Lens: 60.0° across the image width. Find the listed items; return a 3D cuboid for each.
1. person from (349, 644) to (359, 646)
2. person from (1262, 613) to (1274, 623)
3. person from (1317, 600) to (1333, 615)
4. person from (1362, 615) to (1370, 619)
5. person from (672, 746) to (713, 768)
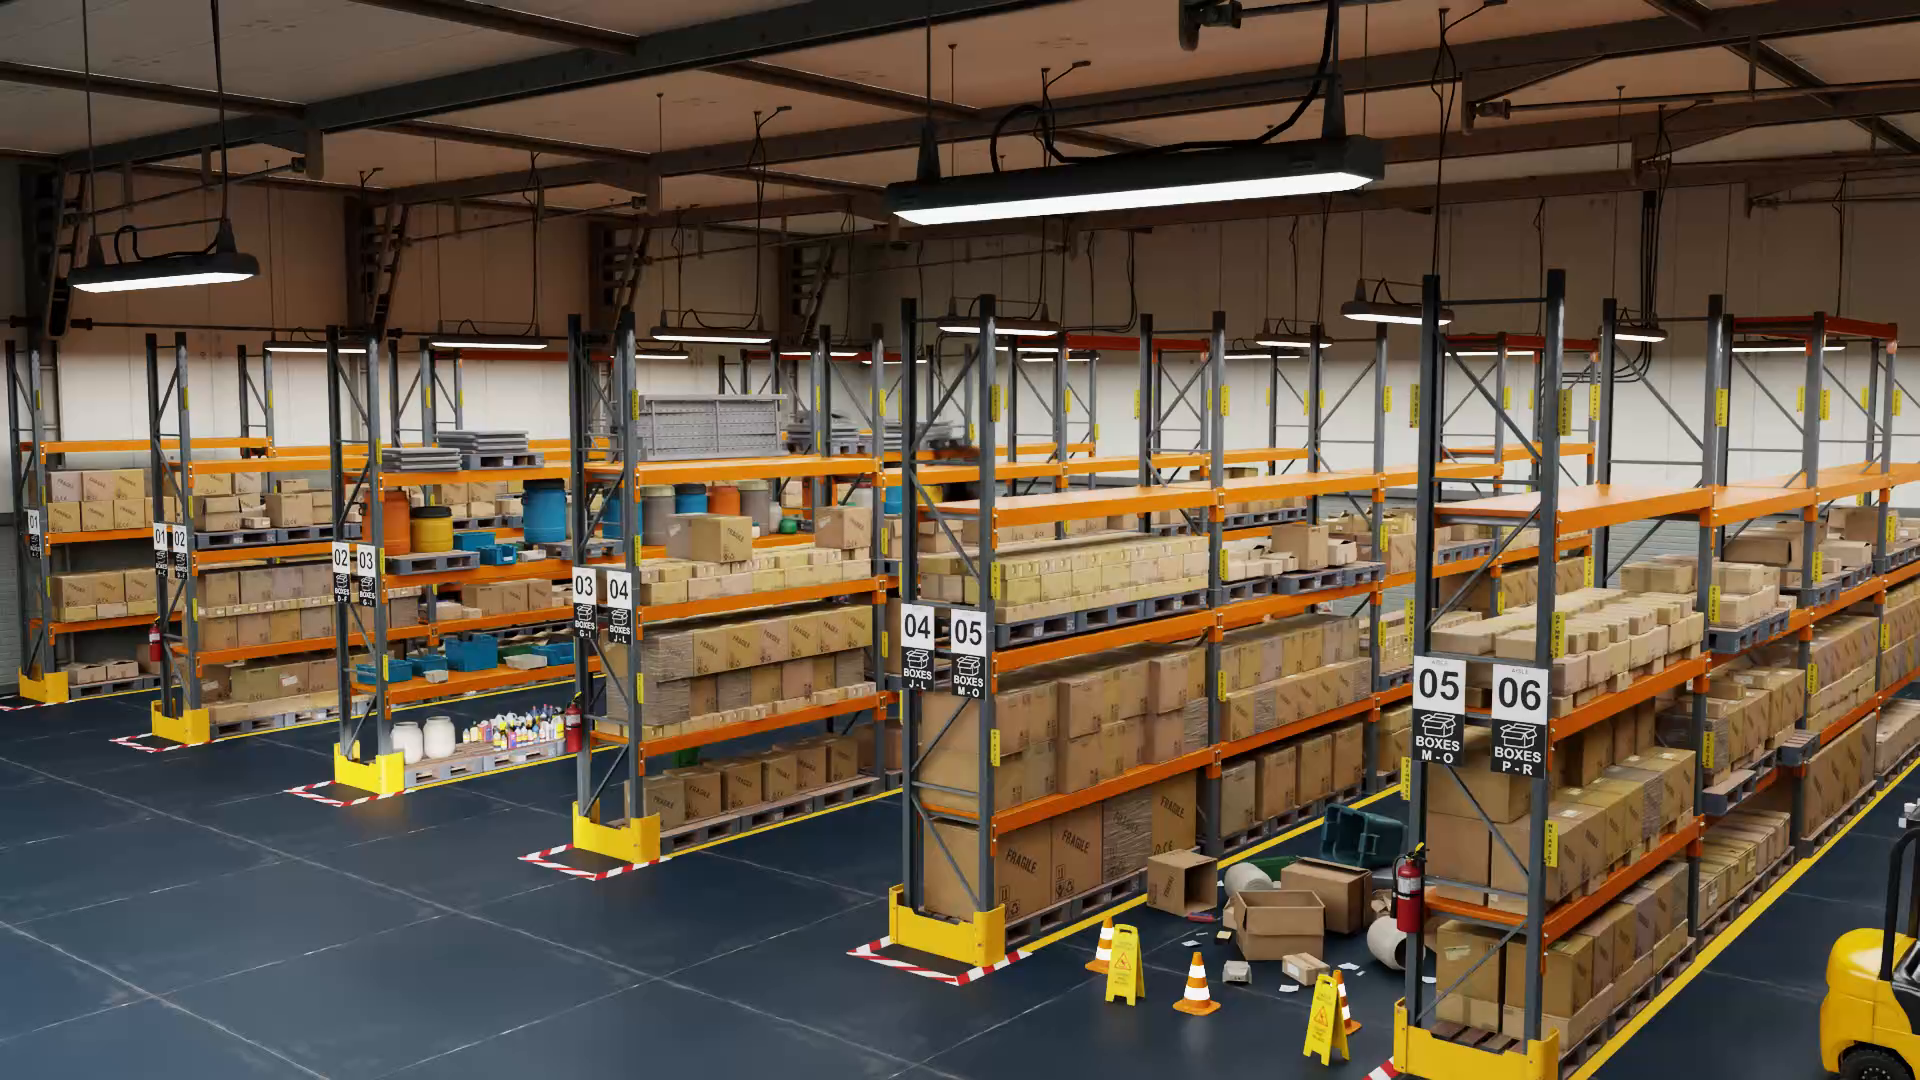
[{"bbox_3d":[-10.449,1.780,28.504,0.544,1.638,0.651,4,7,40],"label":"person"},{"bbox_3d":[4.980,1.943,26.854,0.588,1.624,0.520,5,7,42],"label":"person"},{"bbox_3d":[6.862,1.441,31.688,0.685,1.760,0.960,-5,7,-44],"label":"person"},{"bbox_3d":[6.350,2.013,25.866,0.549,1.724,0.687,4,7,39],"label":"person"},{"bbox_3d":[-3.438,2.473,21.126,0.687,1.606,0.914,5,7,41],"label":"person"}]
